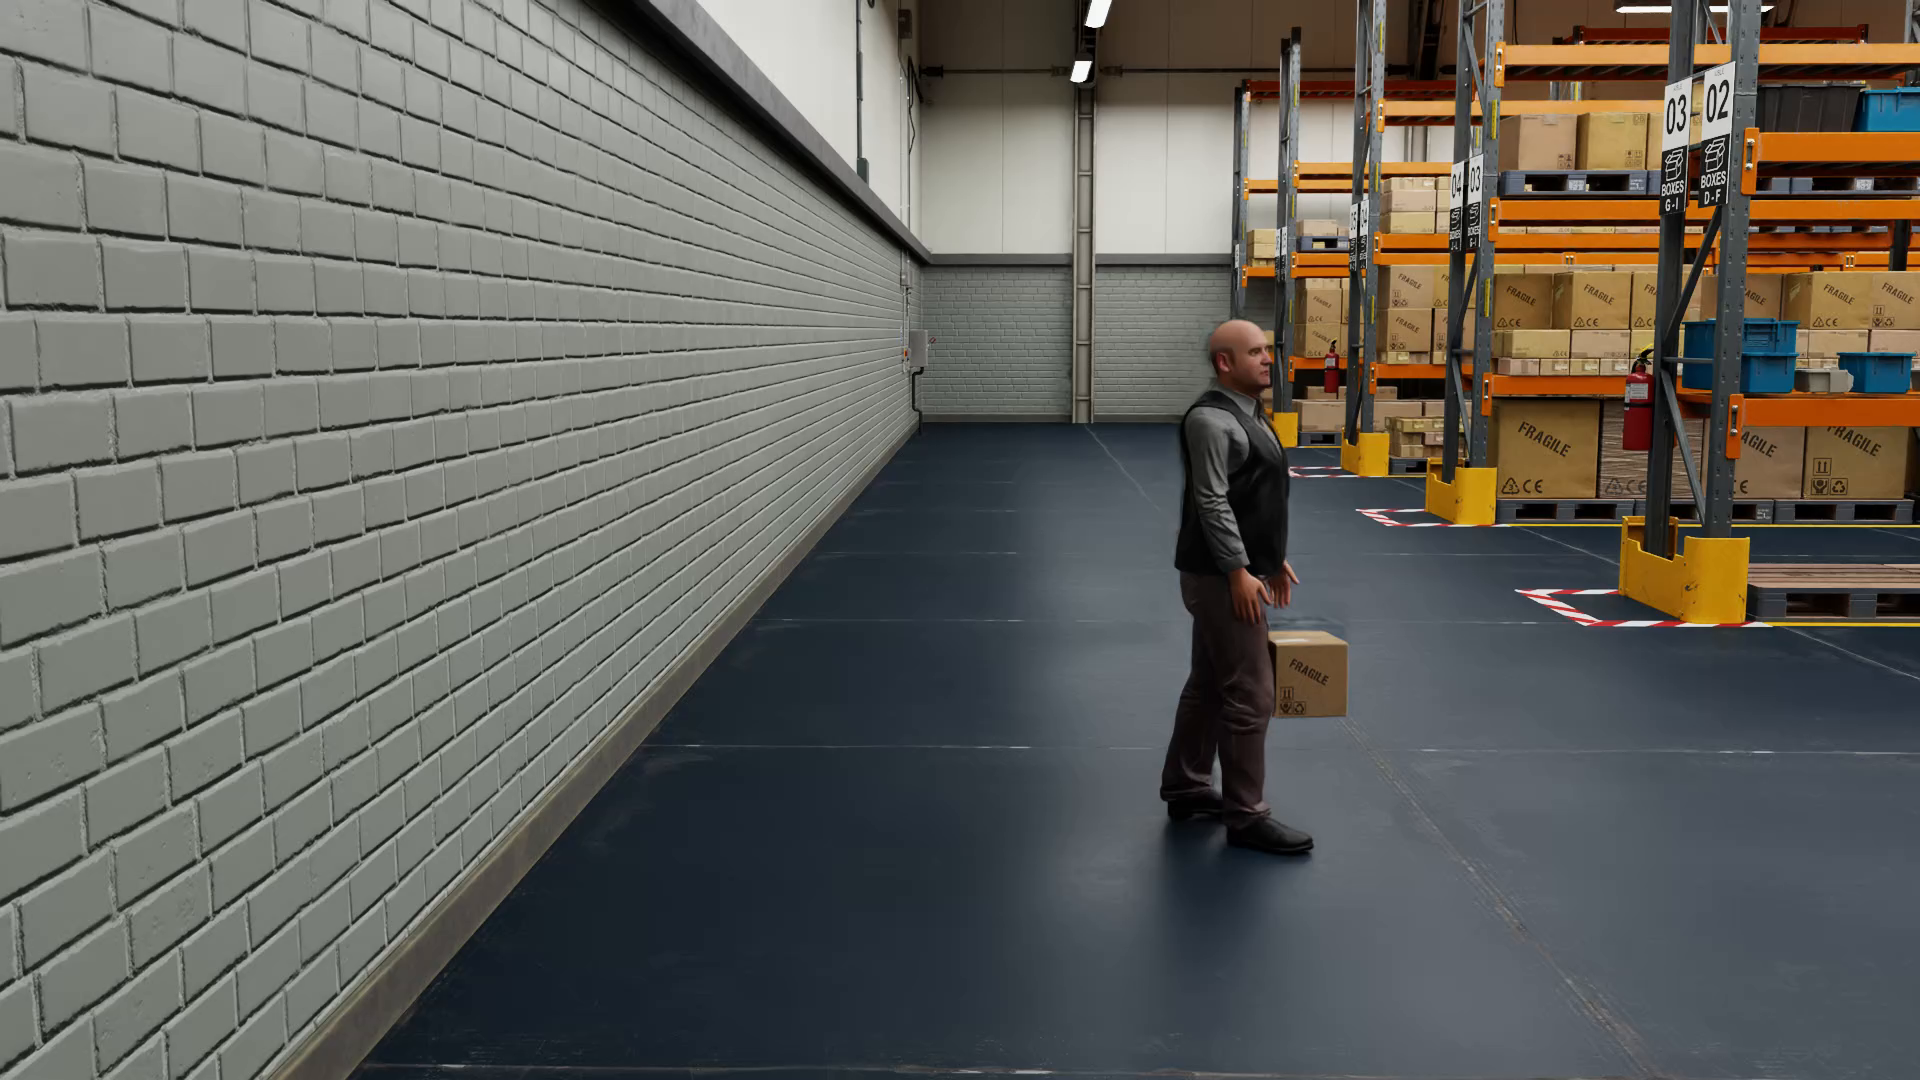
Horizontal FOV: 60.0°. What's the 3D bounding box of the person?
[{"bbox_3d":[0.944,0.135,5.553,0.564,1.725,0.549,3,8,20],"label":"person"}]
